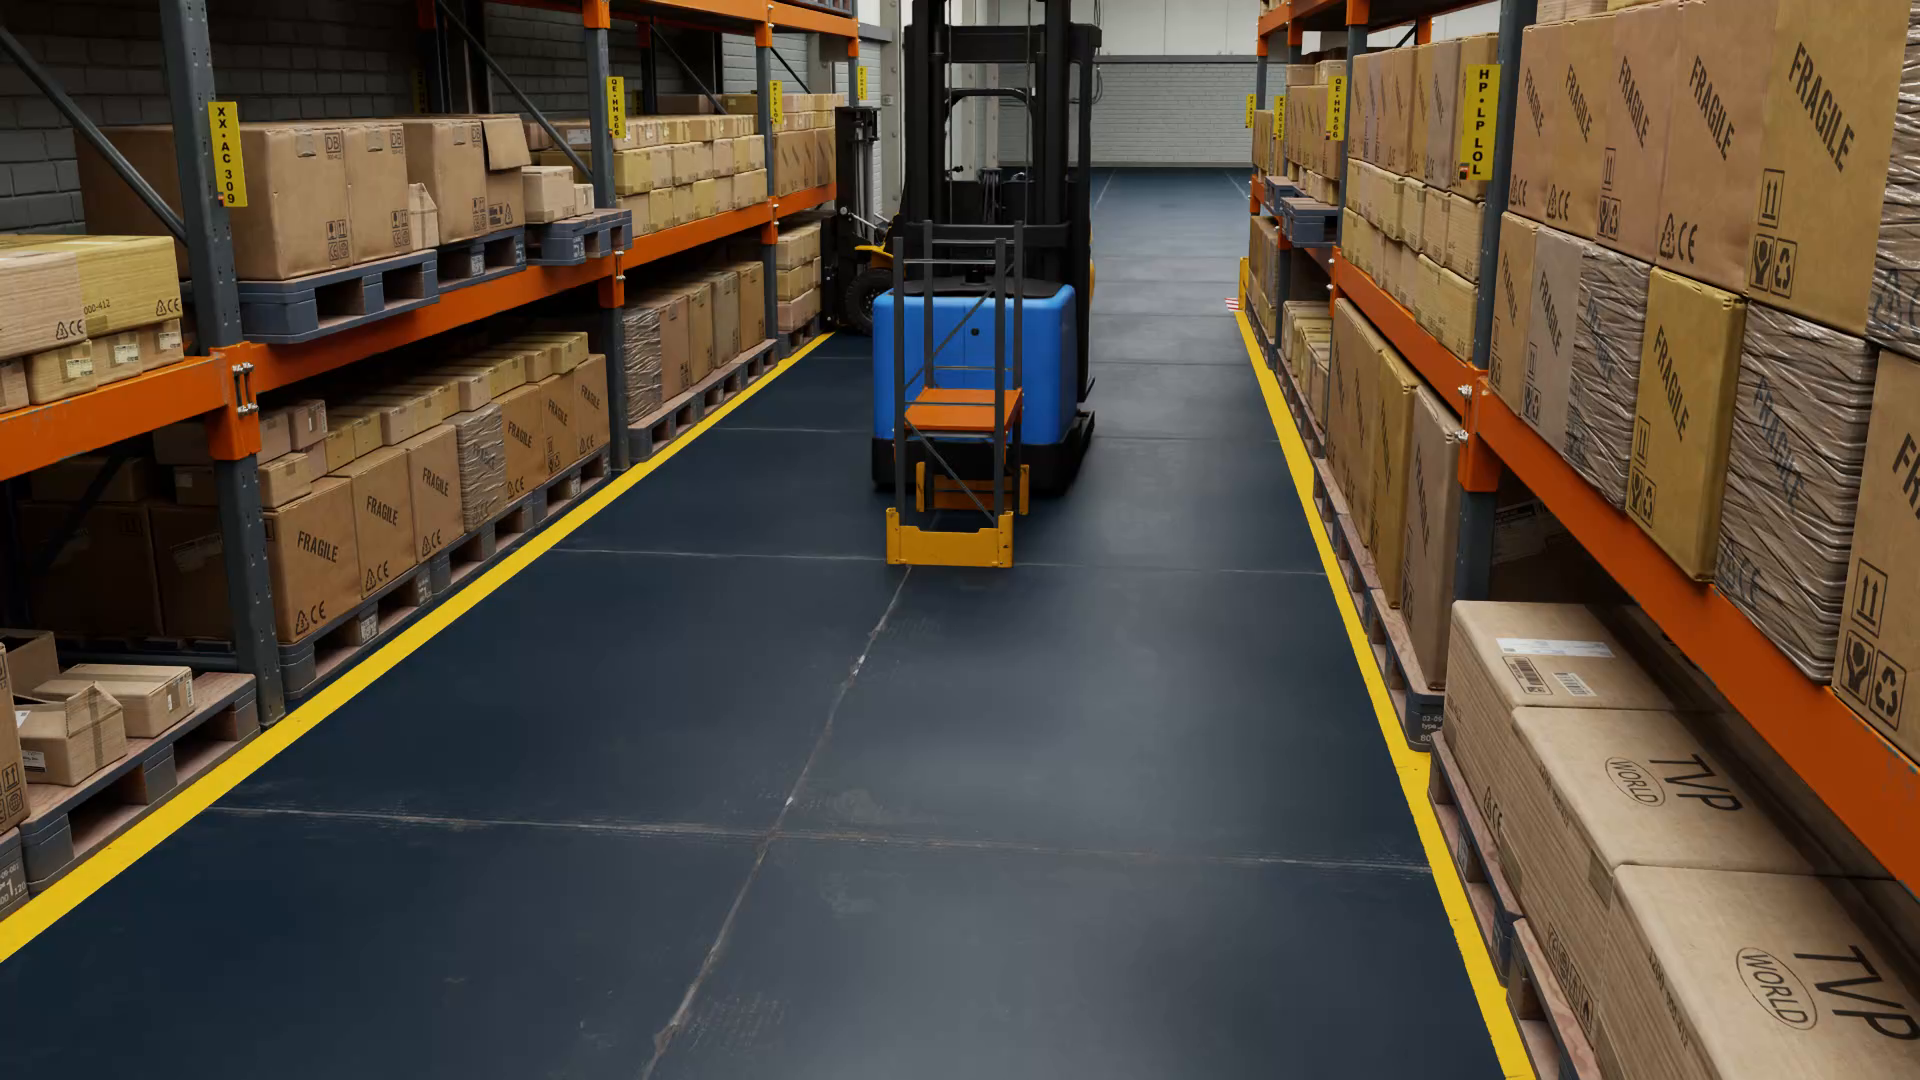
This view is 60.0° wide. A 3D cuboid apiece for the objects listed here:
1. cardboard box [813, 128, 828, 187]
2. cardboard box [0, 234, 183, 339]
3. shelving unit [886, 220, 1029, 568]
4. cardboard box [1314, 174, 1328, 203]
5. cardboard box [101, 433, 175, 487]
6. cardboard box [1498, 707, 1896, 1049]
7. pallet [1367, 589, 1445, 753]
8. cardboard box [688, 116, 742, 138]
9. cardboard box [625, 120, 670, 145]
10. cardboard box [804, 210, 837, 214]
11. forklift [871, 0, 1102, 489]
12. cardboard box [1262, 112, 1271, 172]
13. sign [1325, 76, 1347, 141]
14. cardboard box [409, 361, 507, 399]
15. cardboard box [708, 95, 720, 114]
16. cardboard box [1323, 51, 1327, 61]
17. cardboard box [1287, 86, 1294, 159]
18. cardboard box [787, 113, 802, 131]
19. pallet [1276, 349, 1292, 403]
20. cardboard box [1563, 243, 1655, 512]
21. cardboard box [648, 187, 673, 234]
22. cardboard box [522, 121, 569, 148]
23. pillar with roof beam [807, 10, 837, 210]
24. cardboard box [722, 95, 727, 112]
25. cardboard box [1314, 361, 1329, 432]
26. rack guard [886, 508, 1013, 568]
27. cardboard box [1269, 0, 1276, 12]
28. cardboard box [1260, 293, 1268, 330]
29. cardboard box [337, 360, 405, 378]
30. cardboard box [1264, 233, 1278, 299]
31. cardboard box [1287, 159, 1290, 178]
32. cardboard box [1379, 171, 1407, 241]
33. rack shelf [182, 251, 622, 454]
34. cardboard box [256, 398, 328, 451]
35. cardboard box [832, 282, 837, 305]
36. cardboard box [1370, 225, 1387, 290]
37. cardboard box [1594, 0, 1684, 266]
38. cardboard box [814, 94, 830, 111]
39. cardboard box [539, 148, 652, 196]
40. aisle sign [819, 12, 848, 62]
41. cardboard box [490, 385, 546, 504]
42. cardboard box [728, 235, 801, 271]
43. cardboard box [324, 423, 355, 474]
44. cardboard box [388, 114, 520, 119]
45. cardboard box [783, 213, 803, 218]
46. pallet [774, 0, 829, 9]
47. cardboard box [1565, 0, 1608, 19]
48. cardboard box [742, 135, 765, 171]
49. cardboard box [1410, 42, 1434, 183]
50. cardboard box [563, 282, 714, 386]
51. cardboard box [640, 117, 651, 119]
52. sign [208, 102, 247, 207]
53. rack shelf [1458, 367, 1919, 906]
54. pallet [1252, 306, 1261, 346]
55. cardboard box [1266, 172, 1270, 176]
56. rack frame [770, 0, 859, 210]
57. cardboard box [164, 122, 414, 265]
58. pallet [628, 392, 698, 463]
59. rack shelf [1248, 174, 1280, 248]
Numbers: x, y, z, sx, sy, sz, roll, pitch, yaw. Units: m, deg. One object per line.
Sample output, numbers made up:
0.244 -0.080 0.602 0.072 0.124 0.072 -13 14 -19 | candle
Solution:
-1.489 -3.452 14.989 0.500 0.500 0.500 2 15 7 | cardboard box
-2.693 -0.756 4.930 0.500 0.250 0.500 2 15 8 | cardboard box
0.009 -0.744 8.039 0.587 1.500 1.083 2 15 6 | shelving unit
2.252 -2.028 9.593 0.380 0.149 0.250 2 15 6 | cardboard box
-3.098 -0.306 6.288 0.380 0.149 0.250 2 15 6 | cardboard box
1.777 0.747 3.757 0.875 0.438 0.875 1 15 5 | cardboard box
2.067 0.465 6.039 1.003 0.211 1.213 2 15 6 | pallet
-1.782 -2.964 11.943 0.380 0.149 0.250 1 15 5 | cardboard box
-2.050 -2.568 10.479 0.380 0.149 0.250 2 15 7 | cardboard box
-1.265 -3.166 16.672 0.500 0.250 0.500 2 15 8 | cardboard box
0.258 -2.028 10.048 1.130 2.935 3.031 2 15 9 | forklift
2.919 -3.470 14.486 0.500 0.500 0.500 1 15 5 | cardboard box
1.966 -2.251 8.673 0.100 0.325 0.005 2 15 6 | sign
-2.406 -0.765 7.986 0.380 0.149 0.250 1 15 5 | cardboard box
-2.169 -3.560 13.576 0.380 0.149 0.250 1 15 5 | cardboard box
3.386 -3.798 13.783 0.700 0.500 0.500 1 15 5 | cardboard box
2.564 -2.906 11.595 0.500 0.500 0.500 2 15 6 | cardboard box
-1.546 -3.533 14.047 0.380 0.149 0.250 2 15 7 | cardboard box
2.871 -1.206 12.218 1.003 0.211 1.213 2 15 6 | pallet
1.619 -0.354 3.534 0.500 0.500 0.500 2 15 7 | cardboard box
-2.071 -2.028 10.201 0.500 0.250 0.500 1 15 5 | cardboard box
-2.582 -2.450 10.042 0.380 0.149 0.250 2 15 6 | cardboard box
2.457 -8.108 20.908 9.100 9.000 0.400 2 15 6 | pillar with roof beam
-1.722 -3.549 13.537 0.380 0.149 0.250 2 15 7 | cardboard box
2.580 -0.797 9.593 0.950 0.372 0.625 1 15 2 | cardboard box
-0.048 -0.011 7.725 0.587 0.250 0.087 2 15 6 | rack guard
2.907 -4.706 14.556 0.380 0.149 0.250 2 15 7 | cardboard box
2.807 -1.929 14.013 0.500 0.250 0.500 1 15 5 | cardboard box
-2.904 -0.773 8.016 0.380 0.149 0.250 1 15 5 | cardboard box
2.813 -2.285 13.891 0.500 0.500 0.500 2 15 7 | cardboard box
2.581 -2.701 12.083 0.380 0.149 0.250 2 15 7 | cardboard box
2.006 -1.367 6.802 0.500 0.250 0.500 2 15 7 | cardboard box
-2.652 -0.996 7.476 1.077 0.370 4.000 2 15 6 | rack shelf
-2.591 -0.431 6.182 0.380 0.149 0.250 1 15 4 | cardboard box
-1.430 -2.287 15.338 0.500 0.250 0.500 2 15 8 | cardboard box
2.096 -1.255 7.344 0.500 0.250 0.500 2 15 8 | cardboard box
1.628 -0.830 3.379 0.500 0.500 0.500 2 15 7 | cardboard box
-1.399 -4.009 15.236 0.380 0.149 0.250 2 15 7 | cardboard box
-2.108 -2.138 9.652 0.500 0.250 0.500 2 15 6 | cardboard box
-1.224 -5.200 16.666 0.394 0.787 0.004 2 15 6 | aisle sign
-2.383 -0.477 8.162 0.500 0.500 0.500 2 15 9 | cardboard box
-1.608 -2.374 13.741 0.500 0.250 0.500 1 15 5 | cardboard box
-2.601 -0.360 6.488 0.380 0.149 0.250 1 15 3 | cardboard box
-2.639 -1.984 8.756 0.500 0.500 0.500 2 15 9 | cardboard box
-1.818 -3.046 16.228 0.500 0.250 0.500 2 15 6 | cardboard box
-1.764 -4.842 14.745 1.003 0.211 1.213 2 15 6 | pallet
1.749 -1.382 4.177 0.380 0.149 0.250 2 15 7 | cardboard box
-1.776 -2.933 12.593 0.500 0.250 0.500 1 15 5 | cardboard box
1.984 -1.599 6.221 0.500 0.500 0.500 2 15 8 | cardboard box
-2.200 -1.424 11.426 0.875 0.625 0.625 1 15 4 | cardboard box
-2.400 -2.912 11.752 0.380 0.149 0.250 2 15 6 | cardboard box
-2.337 -1.228 5.300 0.100 0.325 0.005 2 15 6 | sign
1.829 0.187 3.103 1.077 0.370 4.000 2 15 6 | rack shelf
3.133 -1.900 14.786 1.003 0.211 1.213 2 15 6 | pallet
2.854 -3.122 14.442 0.380 0.149 0.250 2 15 7 | cardboard box
-1.523 -3.937 16.974 1.000 3.000 0.127 2 15 6 | rack frame
-2.542 -1.329 6.333 0.700 0.500 0.500 2 15 7 | cardboard box
-2.294 -0.728 10.450 1.003 0.211 1.213 2 15 6 | pallet
3.183 -2.925 14.613 1.077 0.370 4.000 2 15 6 | rack shelf
